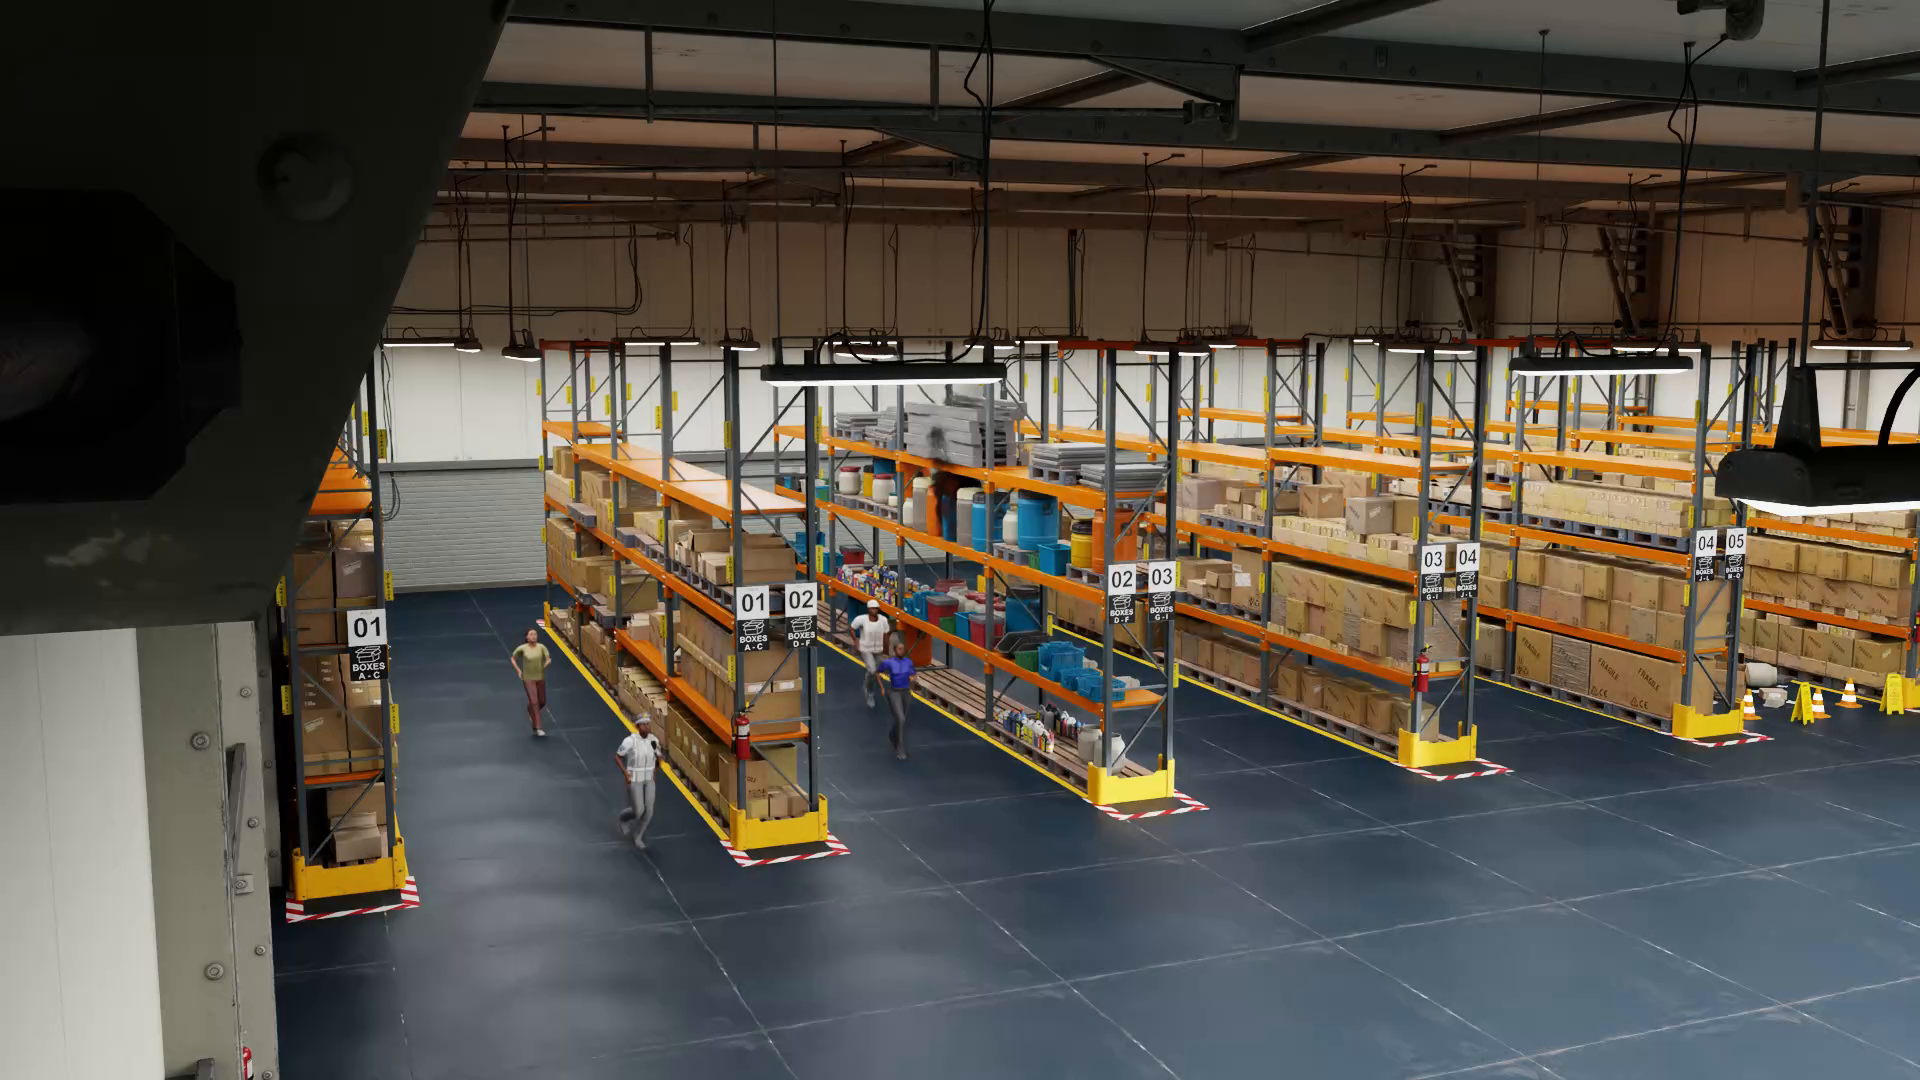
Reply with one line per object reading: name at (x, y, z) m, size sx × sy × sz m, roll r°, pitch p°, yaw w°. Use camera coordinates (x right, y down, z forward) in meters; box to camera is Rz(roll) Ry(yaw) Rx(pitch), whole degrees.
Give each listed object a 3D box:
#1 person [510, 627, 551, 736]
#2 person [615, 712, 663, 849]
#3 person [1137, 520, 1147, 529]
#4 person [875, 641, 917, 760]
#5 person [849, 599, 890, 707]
person at (-6.619, 2.163, 25.774) m, size 0.588 × 1.643 × 0.896 m, roll -5°, pitch 9°, yaw -33°
person at (-3.869, 2.905, 20.233) m, size 0.563 × 1.655 × 0.538 m, roll -5°, pitch 9°, yaw -35°
person at (4.290, 0.149, 41.188) m, size 0.832 × 1.684 × 0.558 m, roll 7°, pitch 10°, yaw 42°
person at (-0.909, 2.345, 24.489) m, size 0.545 × 1.707 × 0.768 m, roll -5°, pitch 9°, yaw -32°
person at (-1.465, 1.870, 27.760) m, size 0.606 × 1.801 × 0.839 m, roll -4°, pitch 9°, yaw -31°
